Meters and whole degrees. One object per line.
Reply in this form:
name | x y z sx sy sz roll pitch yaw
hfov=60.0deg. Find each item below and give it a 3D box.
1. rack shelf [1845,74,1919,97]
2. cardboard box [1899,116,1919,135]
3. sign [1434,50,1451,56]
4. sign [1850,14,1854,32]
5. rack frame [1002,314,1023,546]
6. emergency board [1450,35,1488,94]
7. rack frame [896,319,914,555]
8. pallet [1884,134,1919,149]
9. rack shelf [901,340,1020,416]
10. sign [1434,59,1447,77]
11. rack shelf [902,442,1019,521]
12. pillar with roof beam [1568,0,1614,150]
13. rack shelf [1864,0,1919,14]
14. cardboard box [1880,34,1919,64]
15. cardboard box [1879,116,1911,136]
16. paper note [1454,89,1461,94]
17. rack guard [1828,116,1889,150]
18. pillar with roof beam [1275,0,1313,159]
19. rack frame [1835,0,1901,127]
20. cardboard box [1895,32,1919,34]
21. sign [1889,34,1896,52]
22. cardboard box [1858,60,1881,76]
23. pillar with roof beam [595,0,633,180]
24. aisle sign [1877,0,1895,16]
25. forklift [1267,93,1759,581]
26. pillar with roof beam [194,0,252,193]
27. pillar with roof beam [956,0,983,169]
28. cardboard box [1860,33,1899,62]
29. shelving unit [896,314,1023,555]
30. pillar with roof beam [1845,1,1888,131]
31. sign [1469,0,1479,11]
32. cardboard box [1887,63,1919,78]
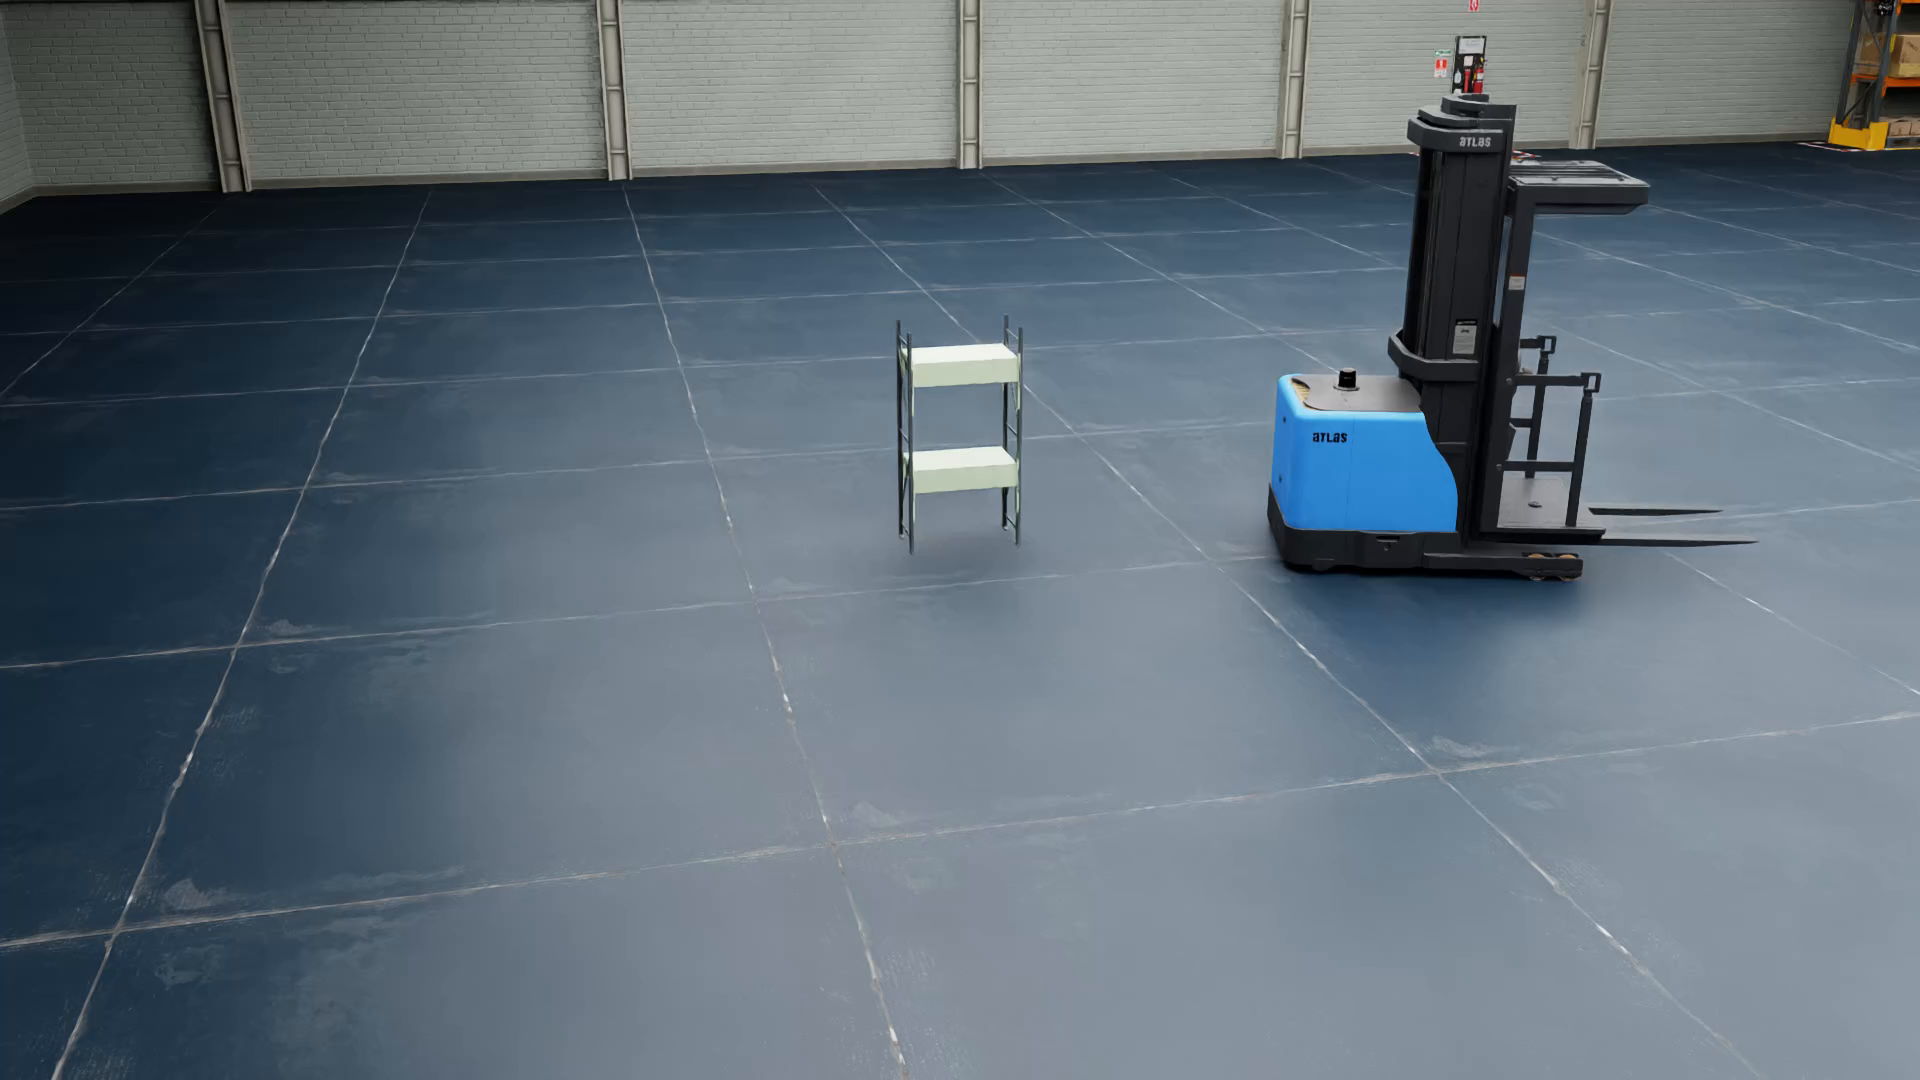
rack shelf | 19.142 -8.825 32.091 4.000 0.370 1.077 -5 21 -12
cardboard box | 18.444 -8.018 32.112 0.500 0.311 0.500 -3 20 -8
sign | 8.869 -8.945 30.551 0.331 0.109 0.001 -5 21 -12
sign | 17.087 -9.884 31.793 0.005 0.325 0.100 -5 21 -12
rack frame | 0.350 -0.733 11.134 0.023 1.500 0.400 -5 21 -12
emergency board | 9.425 -8.692 30.681 0.643 1.169 0.194 -5 21 -12
rack frame | -0.363 -0.675 10.976 0.023 1.500 0.400 -5 21 -12
pallet | 18.068 -7.753 32.174 1.213 0.211 1.003 -5 21 -12
rack shelf | -0.006 -1.070 10.921 0.720 0.370 0.431 -5 21 -12
sign | 8.863 -8.699 30.649 0.234 0.329 0.001 -5 21 -12
rack shelf | -0.006 -0.398 11.167 0.720 0.370 0.431 -5 21 -12
pillar with roof beam | 12.829 -10.250 26.214 0.400 9.000 9.100 -5 21 -12
rack shelf | 19.142 -10.233 31.575 4.000 0.370 1.077 -5 21 -12
cardboard box | 17.729 -9.233 31.257 0.500 0.500 0.500 -5 21 -12
cardboard box | 17.889 -7.973 31.989 0.500 0.311 0.500 -7 21 -19
paper note | 9.237 -8.287 30.857 0.142 0.148 0.016 -5 21 -12
rack guard | 17.269 -7.837 31.981 0.348 0.500 1.175 -5 21 -12
pillar with roof beam | 6.990 -9.775 24.918 0.400 9.000 9.100 -5 21 -12
rack frame | 17.195 -9.004 31.535 0.127 3.000 1.000 -5 21 -12
cardboard box | 18.097 -9.440 31.824 0.500 0.500 0.500 -4 21 -12
sign | 17.320 -9.229 30.890 0.005 0.325 0.100 -5 21 -12
cardboard box | 17.605 -9.045 31.835 0.500 0.250 0.500 -4 21 -12
pillar with roof beam | -4.688 -8.826 22.325 0.400 9.000 9.100 -5 21 -12
aisle sign | 17.194 -10.119 30.798 0.004 0.787 0.394 -5 21 -12
forklift | 3.624 -1.303 10.612 3.031 2.935 1.130 1 20 3
pillar with roof beam | -10.527 -8.351 21.029 0.400 9.000 9.100 -5 21 -12
pillar with roof beam | 1.151 -9.301 23.621 0.400 9.000 9.100 -5 21 -12
cardboard box | 17.605 -9.404 31.724 0.500 0.500 0.500 -5 21 -13
shelving unit | -0.006 -0.704 11.055 0.755 1.500 0.431 -5 21 -12
pillar with roof beam | 18.668 -10.725 27.511 0.400 9.000 9.100 -5 21 -12
sign | 9.394 -9.813 30.371 0.199 0.298 0.001 -5 21 -12
cardboard box | 17.743 -8.876 31.372 0.500 0.250 0.500 -5 21 -14
